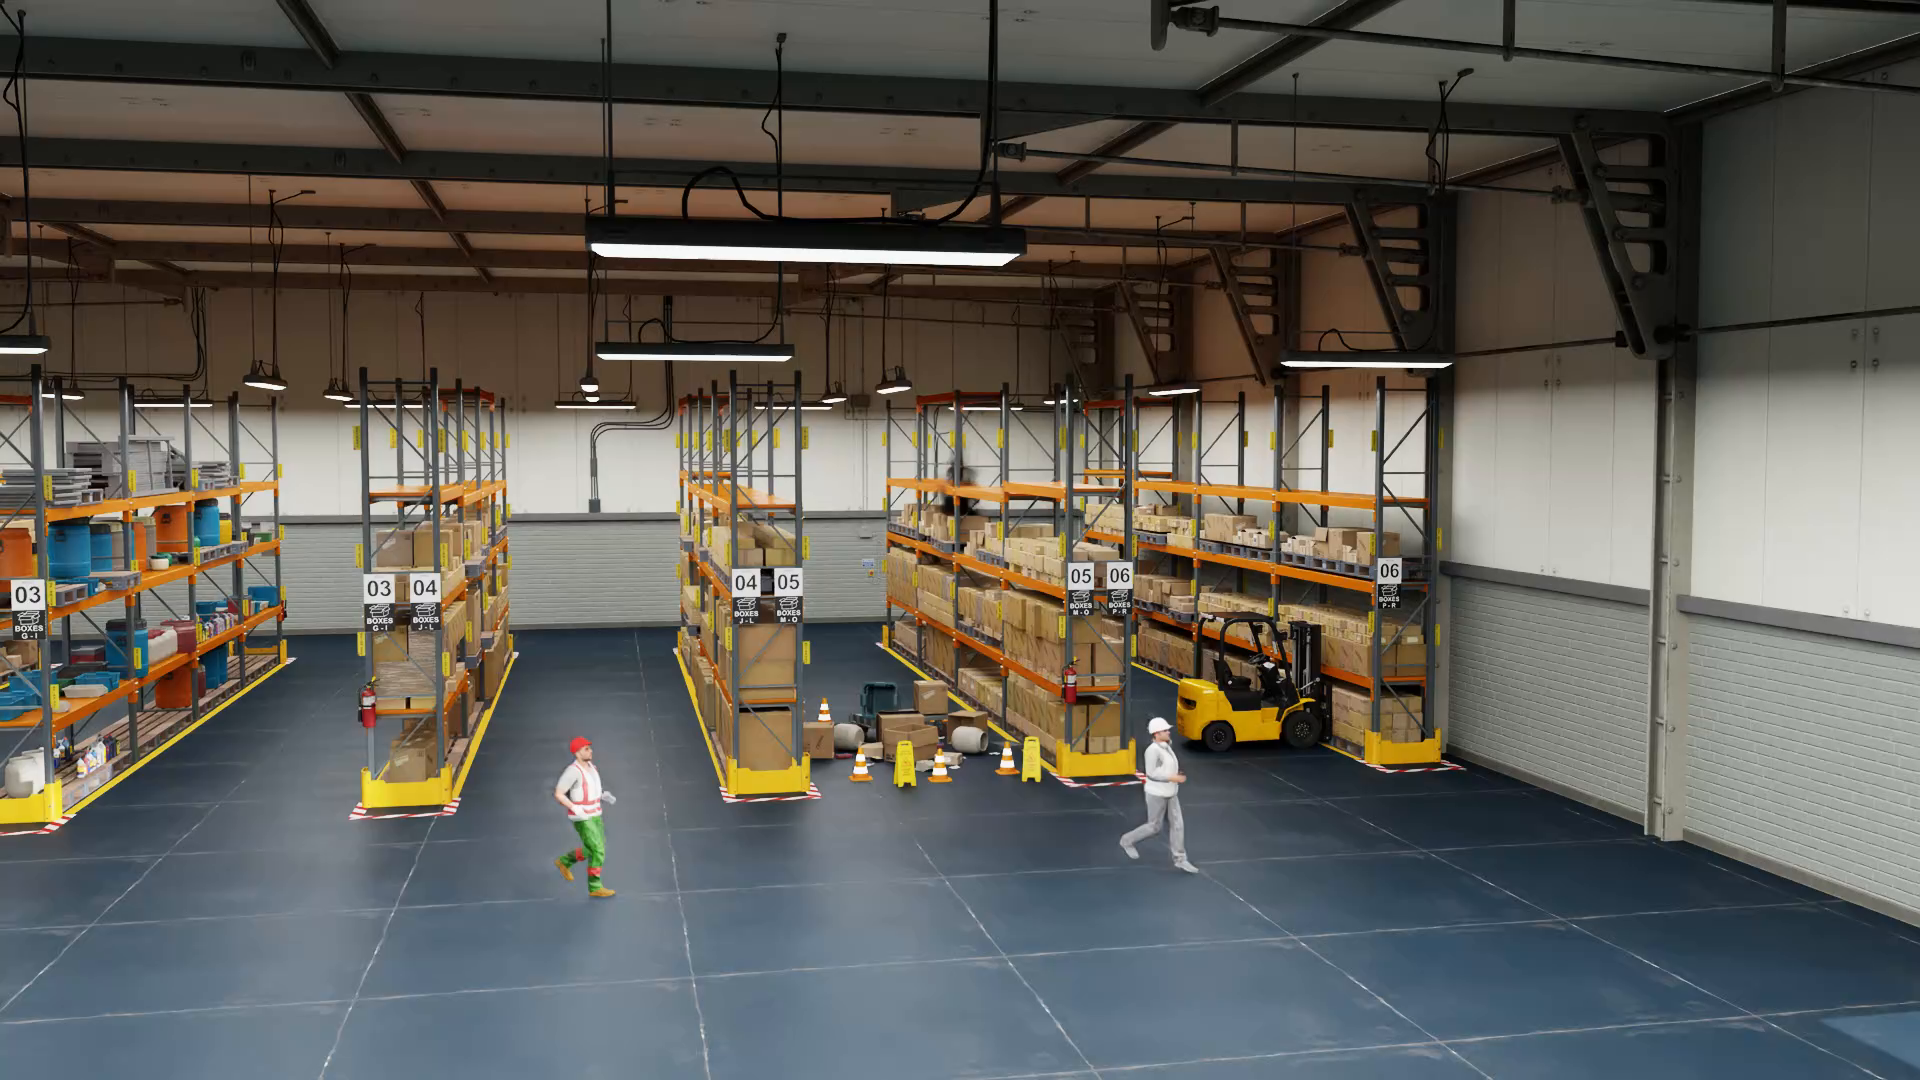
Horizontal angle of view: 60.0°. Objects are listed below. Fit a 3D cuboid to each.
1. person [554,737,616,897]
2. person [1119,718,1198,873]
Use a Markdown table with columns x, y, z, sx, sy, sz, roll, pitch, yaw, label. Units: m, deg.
| x | y | z | sx | sy | sz | roll | pitch | yaw | label |
| --- | --- | --- | --- | --- | --- | --- | --- | --- | --- |
| -4.158 | 3.040 | 18.294 | 0.780 | 1.747 | 0.663 | 1 | 4 | 17 | person |
| 2.322 | 2.955 | 19.365 | 0.960 | 1.779 | 0.661 | 2 | 4 | 30 | person |
